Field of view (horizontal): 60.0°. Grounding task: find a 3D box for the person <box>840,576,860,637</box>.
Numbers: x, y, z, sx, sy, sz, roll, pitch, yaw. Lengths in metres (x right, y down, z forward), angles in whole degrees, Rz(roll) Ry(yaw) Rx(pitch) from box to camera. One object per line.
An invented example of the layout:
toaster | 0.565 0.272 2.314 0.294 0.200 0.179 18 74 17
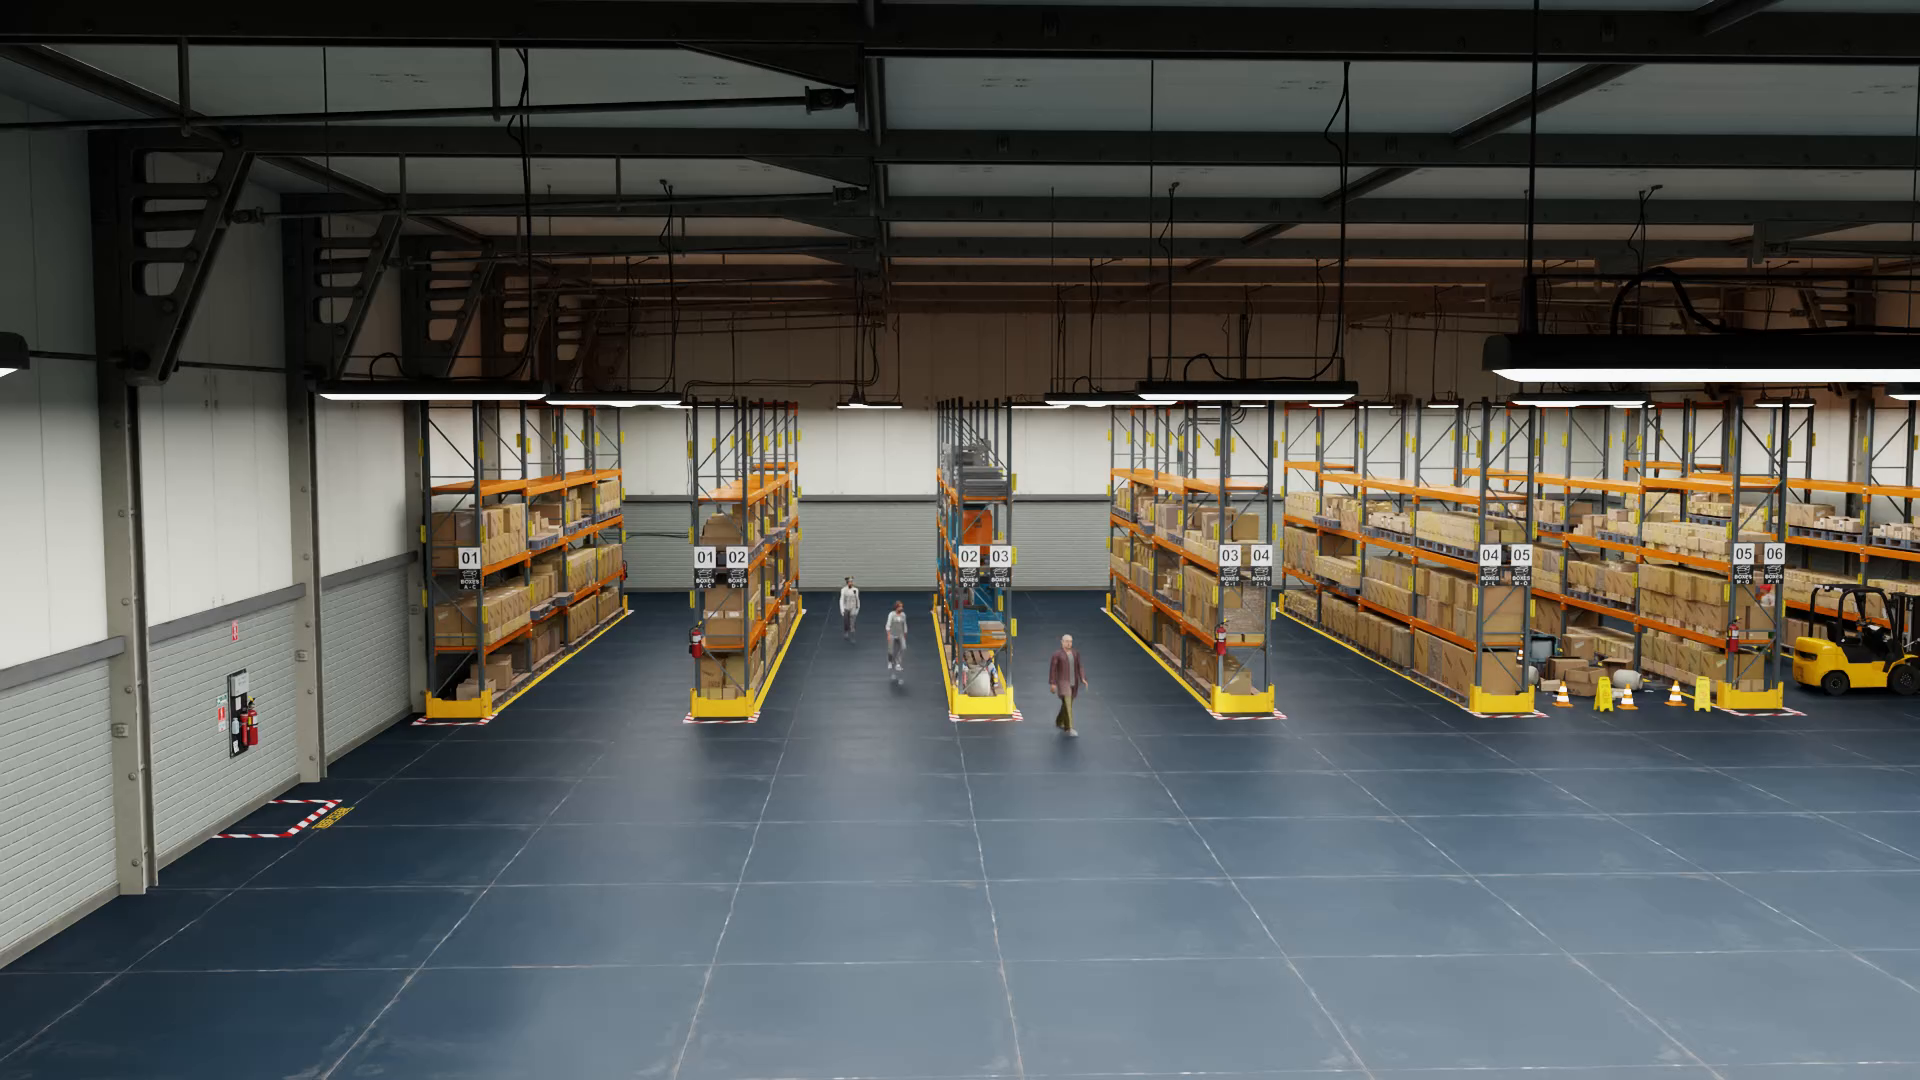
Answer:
person | -2.738 1.676 41.294 0.488 1.578 1.049 0 4 -3

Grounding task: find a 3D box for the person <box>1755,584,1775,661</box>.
person | 18.543 1.896 38.141 0.509 1.806 0.543 -1 5 -16

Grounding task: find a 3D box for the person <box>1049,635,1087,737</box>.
person | 1.953 2.560 29.451 0.590 1.746 0.976 -3 5 -35

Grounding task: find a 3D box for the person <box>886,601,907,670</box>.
person | -1.328 2.020 35.222 0.500 1.460 0.775 -2 5 -19
